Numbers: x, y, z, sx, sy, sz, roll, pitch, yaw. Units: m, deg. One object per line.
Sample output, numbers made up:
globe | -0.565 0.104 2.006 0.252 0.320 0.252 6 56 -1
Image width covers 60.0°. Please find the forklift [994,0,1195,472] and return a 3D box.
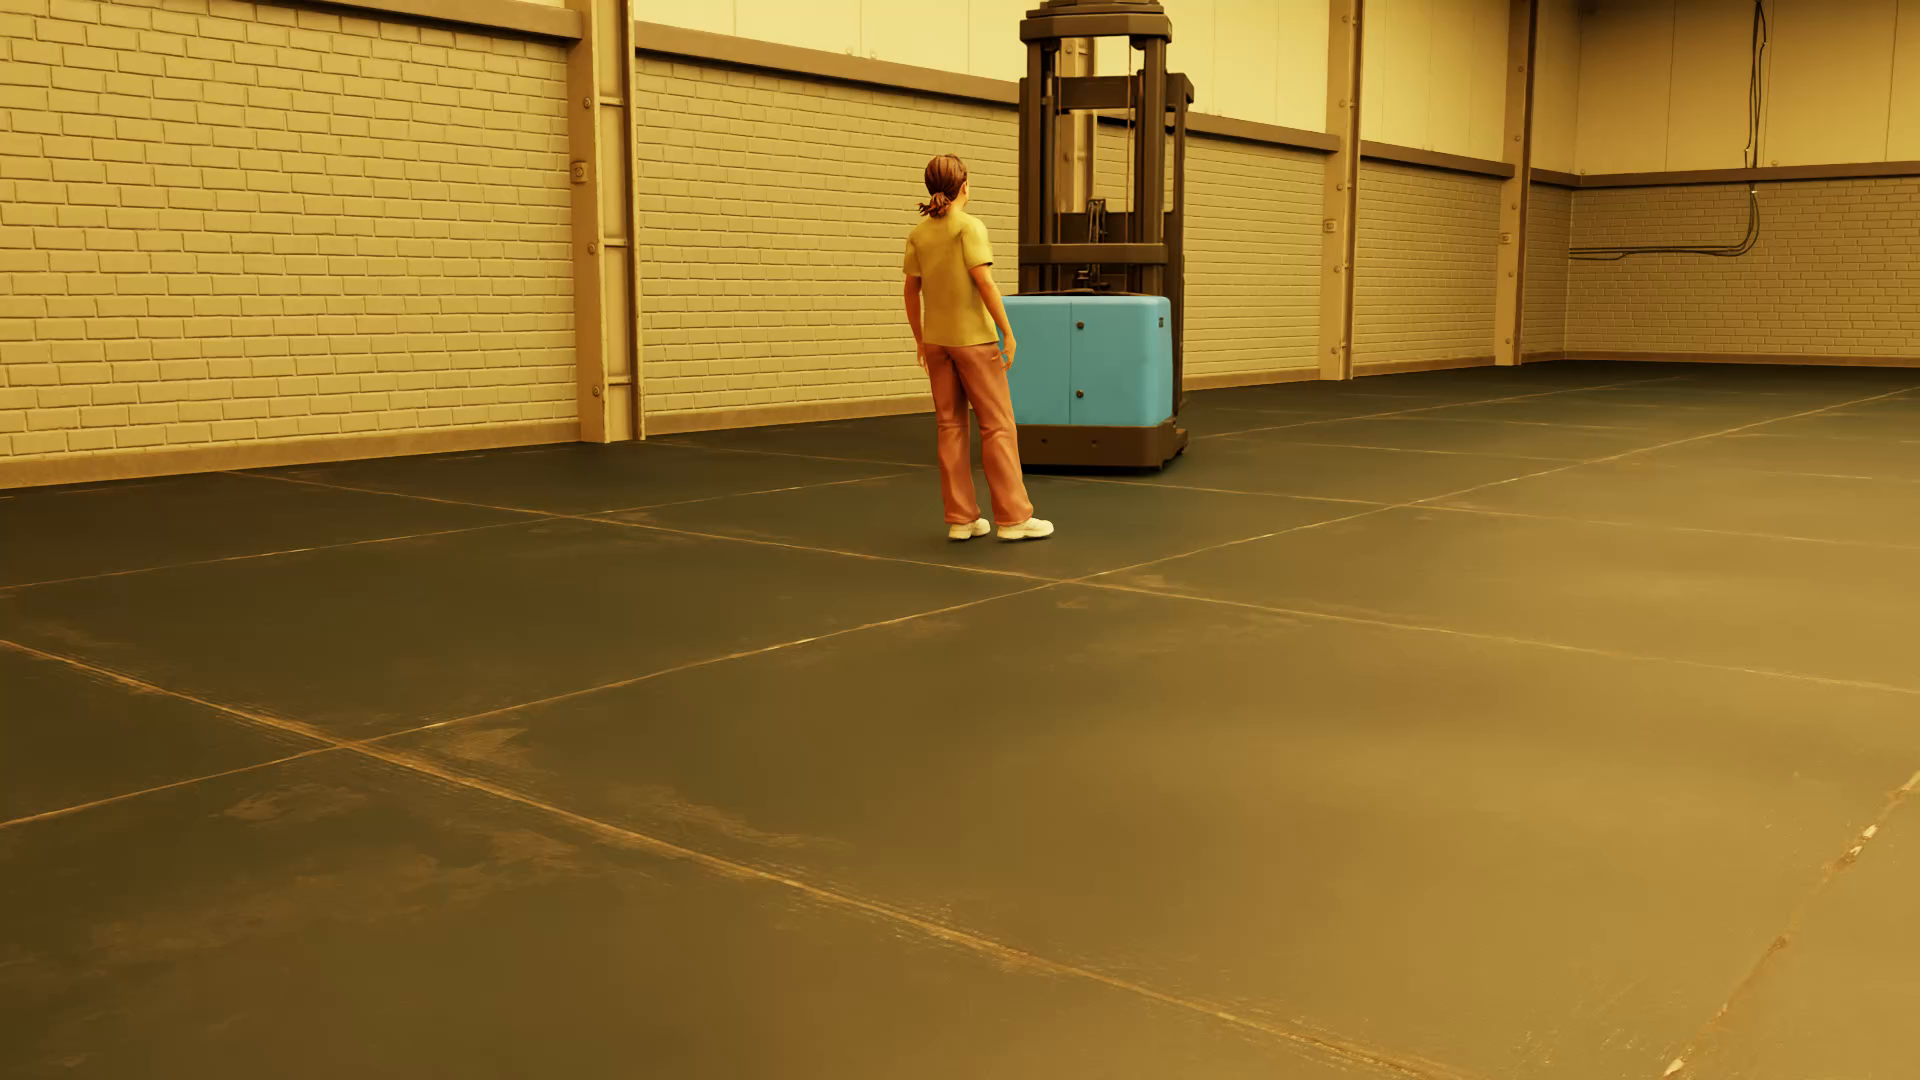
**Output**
forklift | 0.981 -2.040 11.221 1.130 2.935 3.031 2 9 12

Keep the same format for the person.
person | 0.055 -0.843 7.332 0.555 1.675 0.549 7 11 38
